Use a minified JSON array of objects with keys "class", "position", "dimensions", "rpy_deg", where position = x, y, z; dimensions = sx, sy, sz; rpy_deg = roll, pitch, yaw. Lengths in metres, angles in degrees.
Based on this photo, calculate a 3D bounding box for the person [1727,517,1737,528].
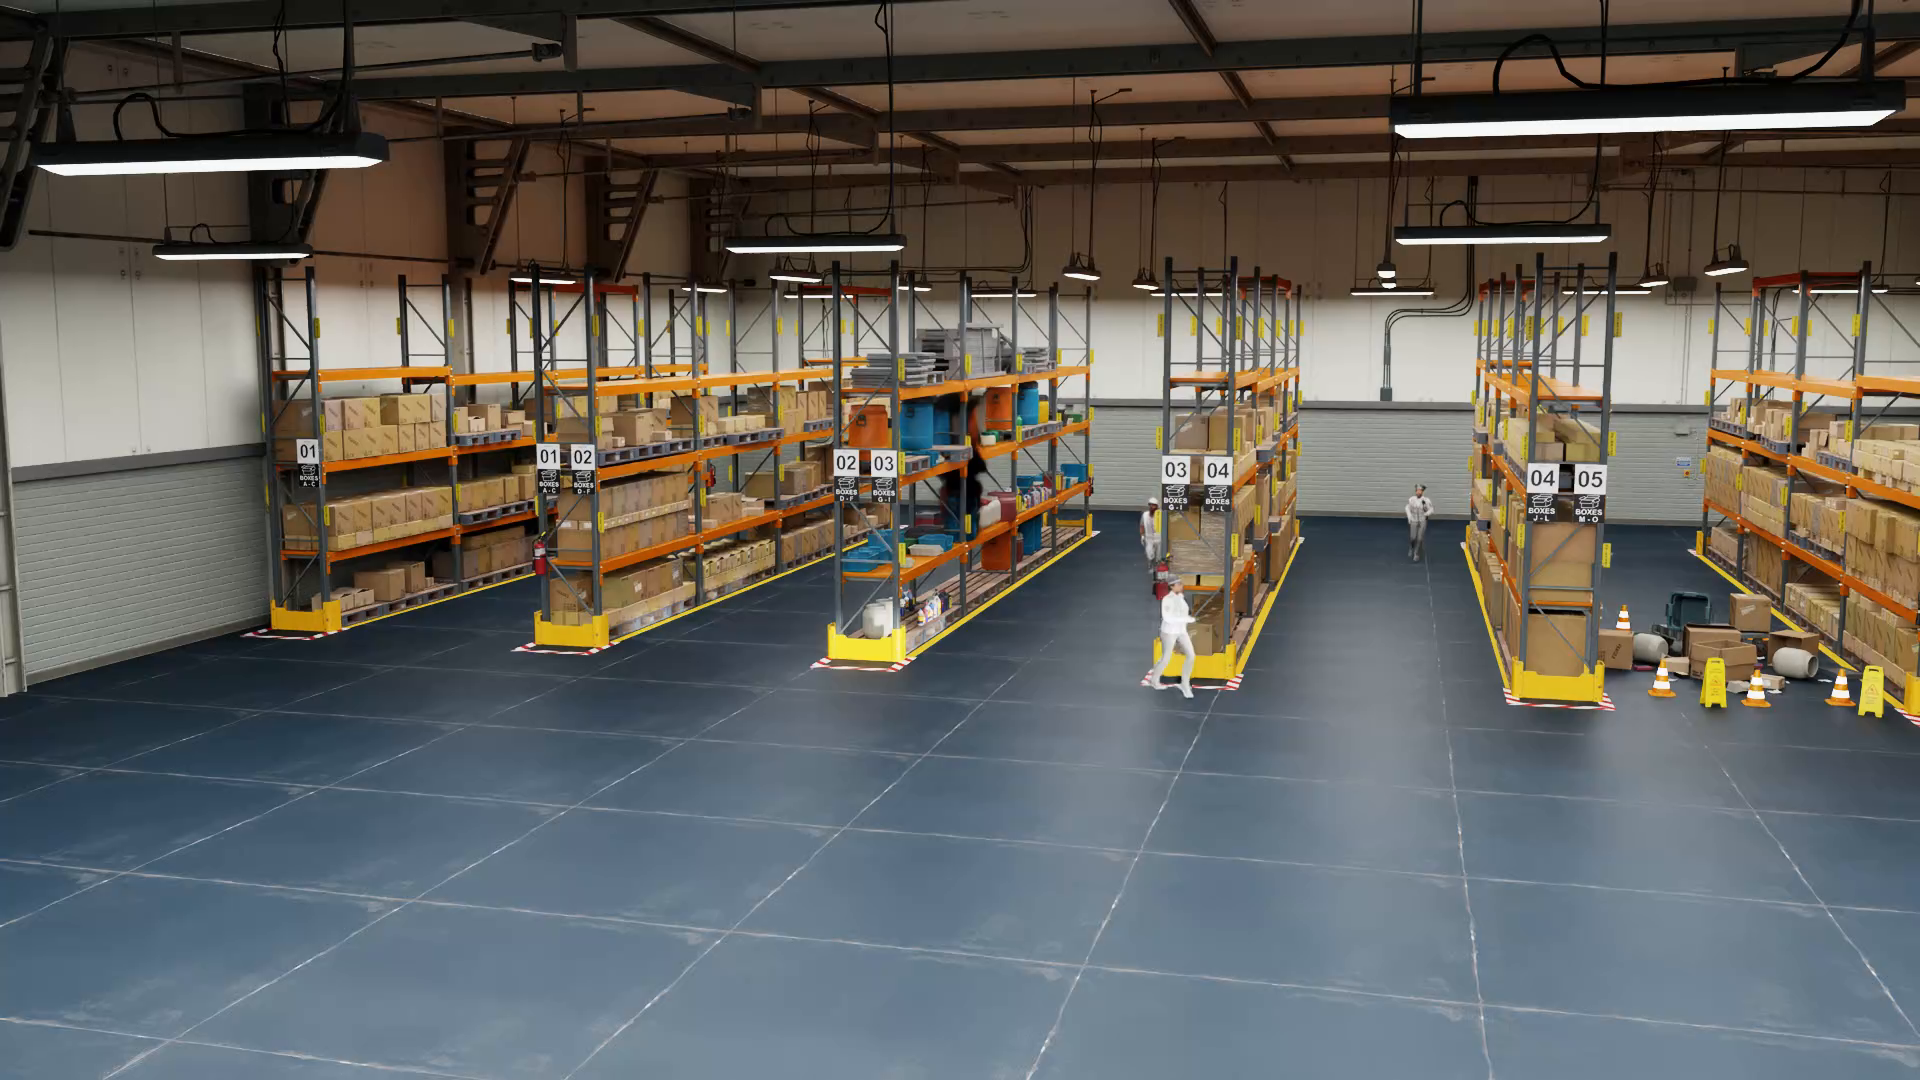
[{"class":"person","position":[18.454,-0.843,39.238],"dimensions":[0.751,1.823,0.669],"rpy_deg":[0,7,-3]}]

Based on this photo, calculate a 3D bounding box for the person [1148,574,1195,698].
[{"class":"person","position":[2.891,1.306,22.750],"dimensions":[0.543,1.744,0.743],"rpy_deg":[-6,10,-41]}]

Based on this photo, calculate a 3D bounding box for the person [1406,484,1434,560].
[{"class":"person","position":[9.931,-0.385,35.993],"dimensions":[0.599,1.666,0.543],"rpy_deg":[2,8,19]}]

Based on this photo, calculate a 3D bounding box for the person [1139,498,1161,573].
[{"class":"person","position":[3.799,-0.031,32.316],"dimensions":[0.685,1.597,0.783],"rpy_deg":[3,8,21]}]
